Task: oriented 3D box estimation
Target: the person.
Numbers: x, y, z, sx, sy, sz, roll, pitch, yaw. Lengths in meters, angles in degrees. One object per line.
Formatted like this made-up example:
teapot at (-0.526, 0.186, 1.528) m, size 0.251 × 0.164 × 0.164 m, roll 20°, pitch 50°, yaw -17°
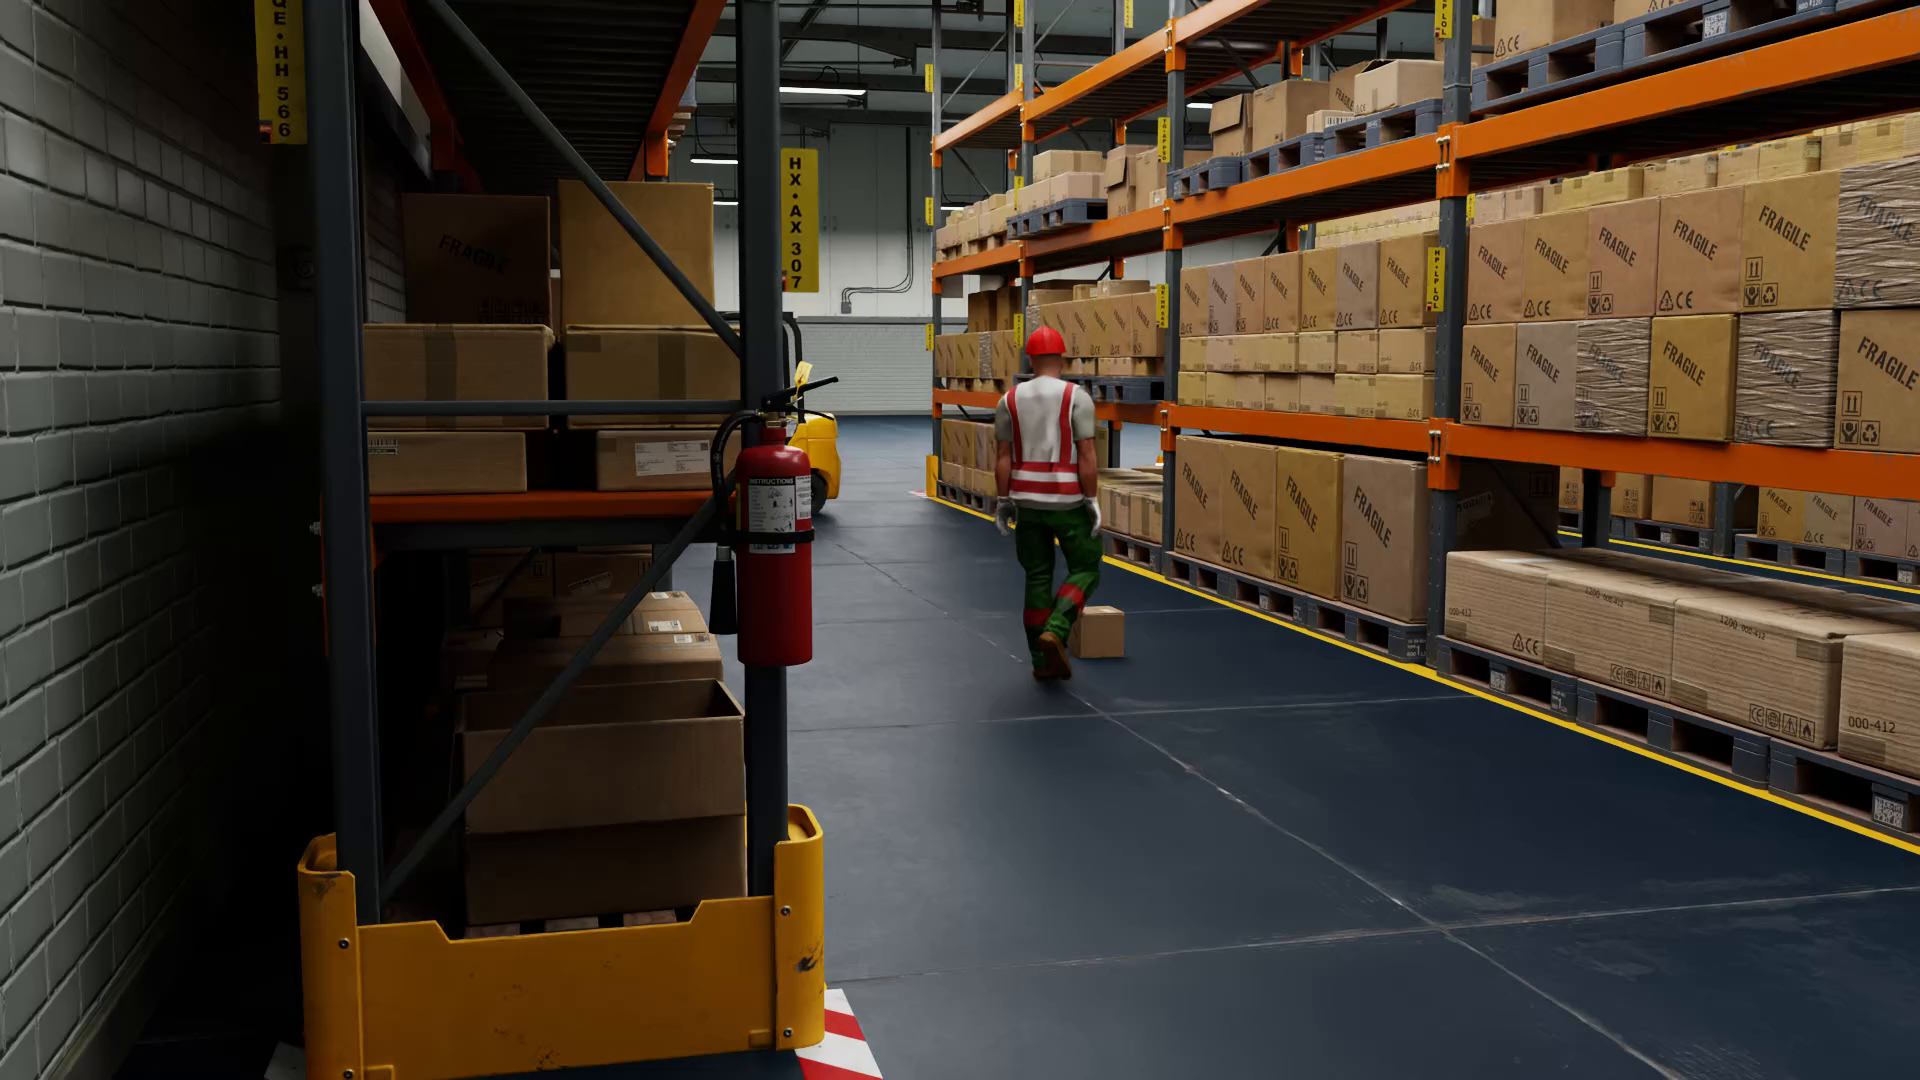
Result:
person at (0.448, -0.179, 8.368) m, size 0.575 × 1.785 × 0.605 m, roll 2°, pitch 7°, yaw 22°
